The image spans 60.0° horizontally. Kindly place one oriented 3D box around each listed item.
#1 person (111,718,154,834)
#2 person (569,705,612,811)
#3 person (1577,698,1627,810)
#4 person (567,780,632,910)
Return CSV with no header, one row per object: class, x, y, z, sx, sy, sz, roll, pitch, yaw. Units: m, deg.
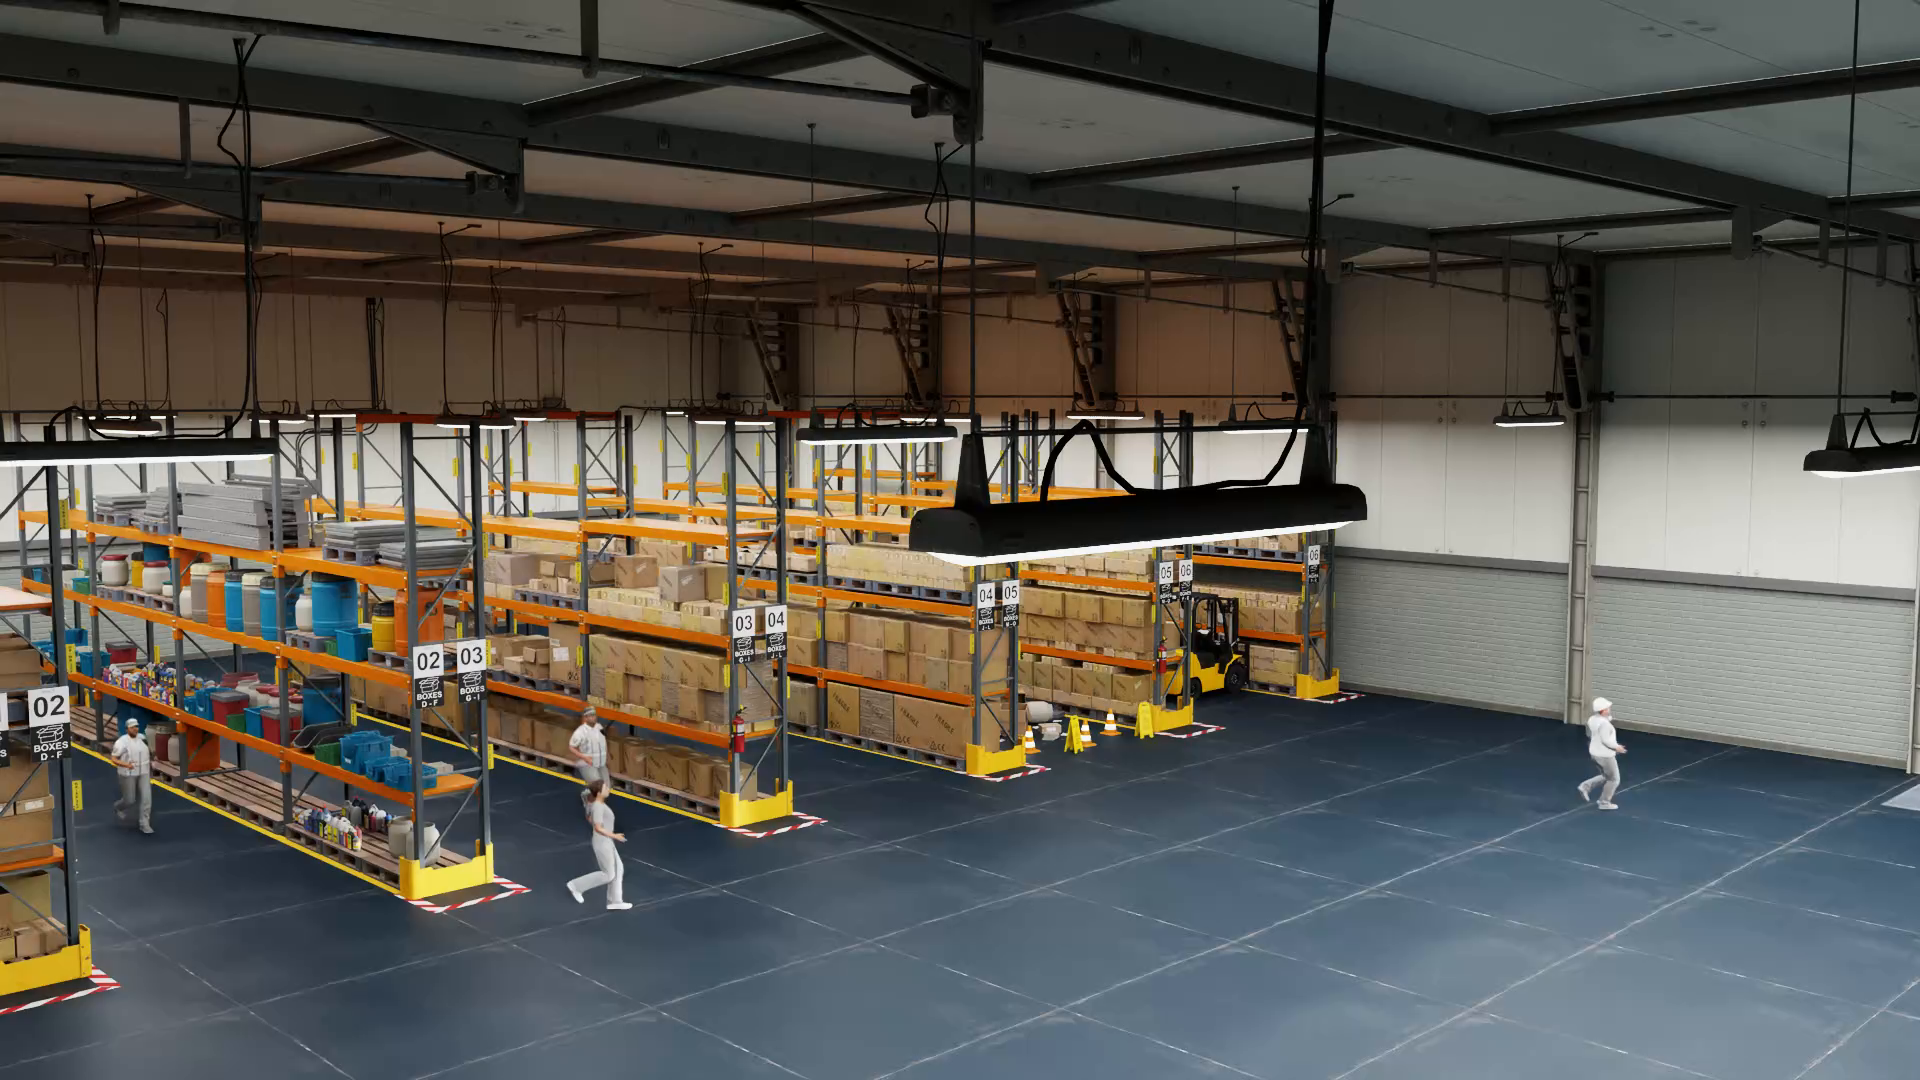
person,-12.023,3.413,24.194,0.849,1.658,0.607,4,6,37
person,-5.505,3.314,24.753,0.645,1.733,0.664,4,6,36
person,9.799,3.265,25.401,0.612,1.721,0.657,0,5,-2
person,-4.433,3.745,20.400,0.778,1.638,0.577,-1,5,-16
